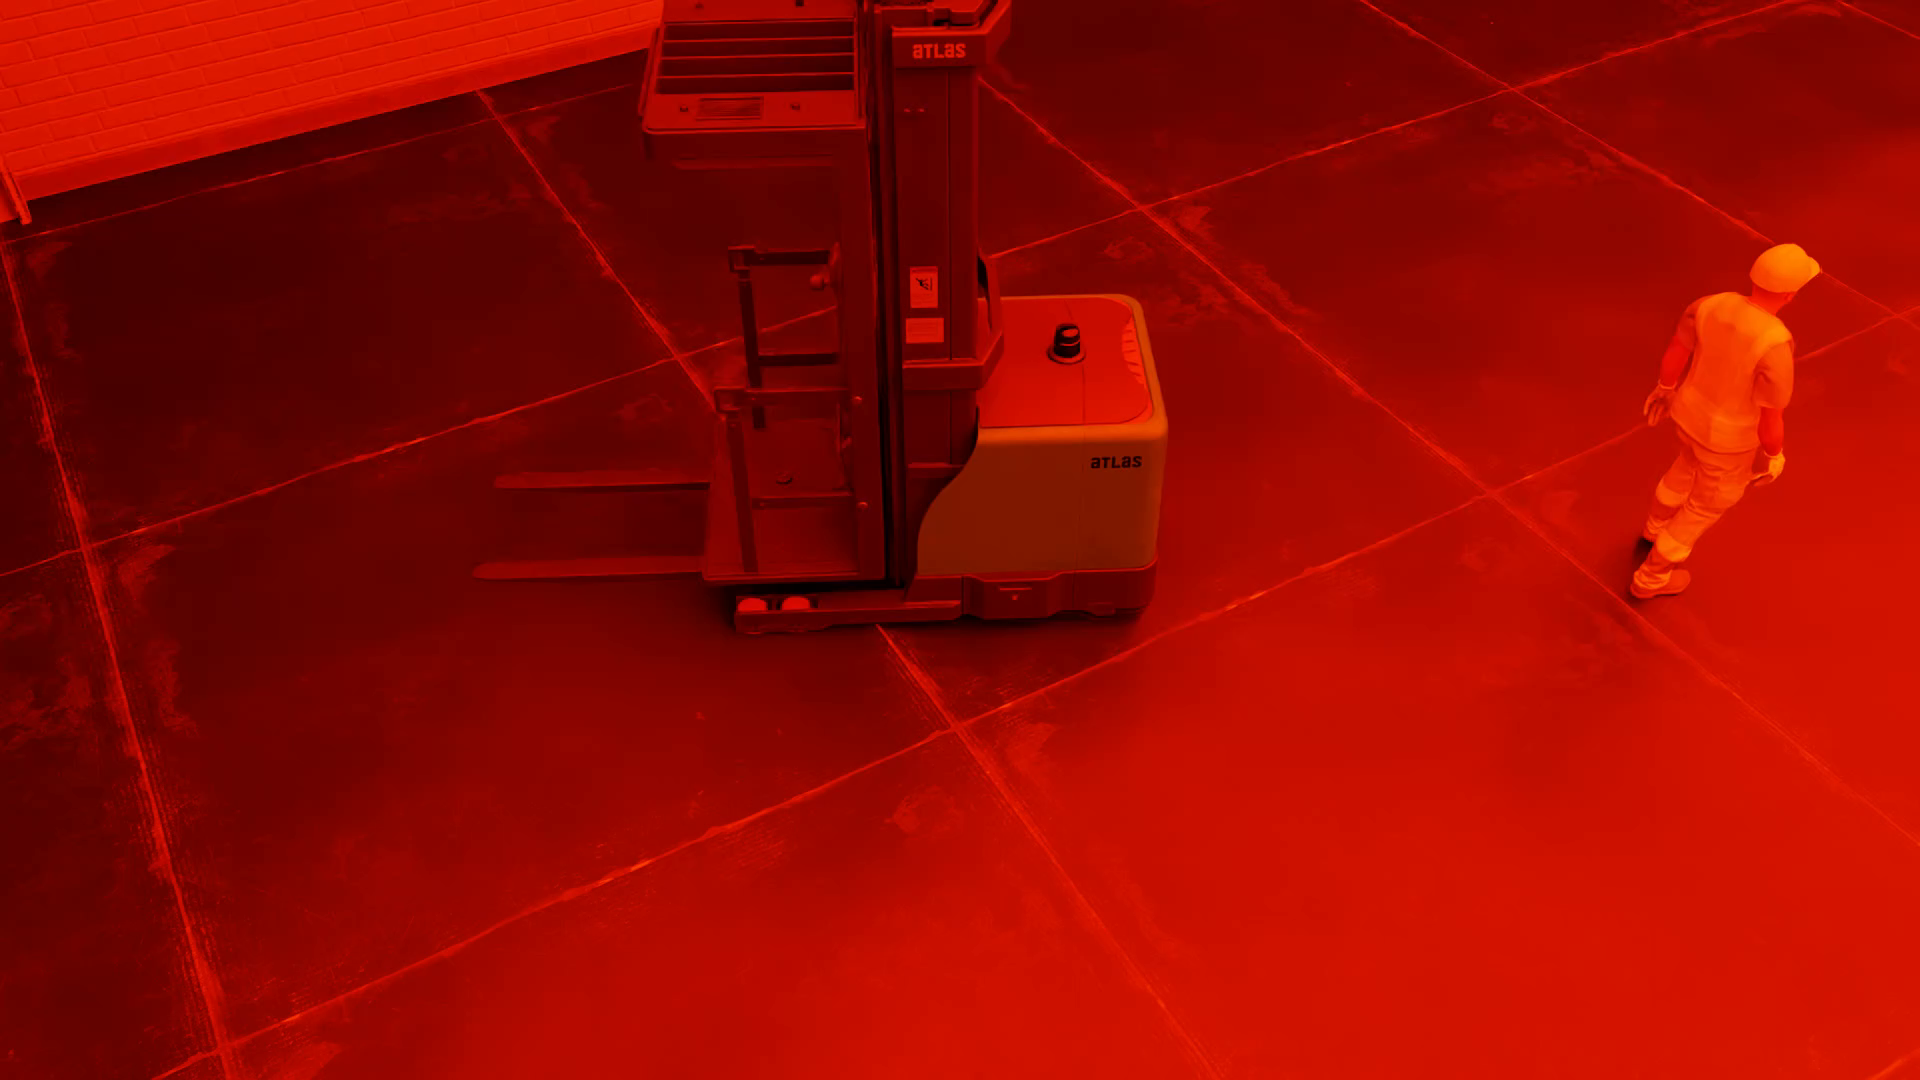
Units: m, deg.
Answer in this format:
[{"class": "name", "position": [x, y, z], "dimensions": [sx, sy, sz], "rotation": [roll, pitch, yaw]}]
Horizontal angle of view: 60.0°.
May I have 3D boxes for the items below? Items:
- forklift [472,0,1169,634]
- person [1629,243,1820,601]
[{"class": "forklift", "position": [-0.662, -1.025, 6.803], "dimensions": [3.031, 2.935, 1.130], "rotation": [-2, 43, -2]}, {"class": "person", "position": [3.283, -0.485, 7.120], "dimensions": [0.546, 1.826, 0.634], "rotation": [-15, 45, -15]}]
